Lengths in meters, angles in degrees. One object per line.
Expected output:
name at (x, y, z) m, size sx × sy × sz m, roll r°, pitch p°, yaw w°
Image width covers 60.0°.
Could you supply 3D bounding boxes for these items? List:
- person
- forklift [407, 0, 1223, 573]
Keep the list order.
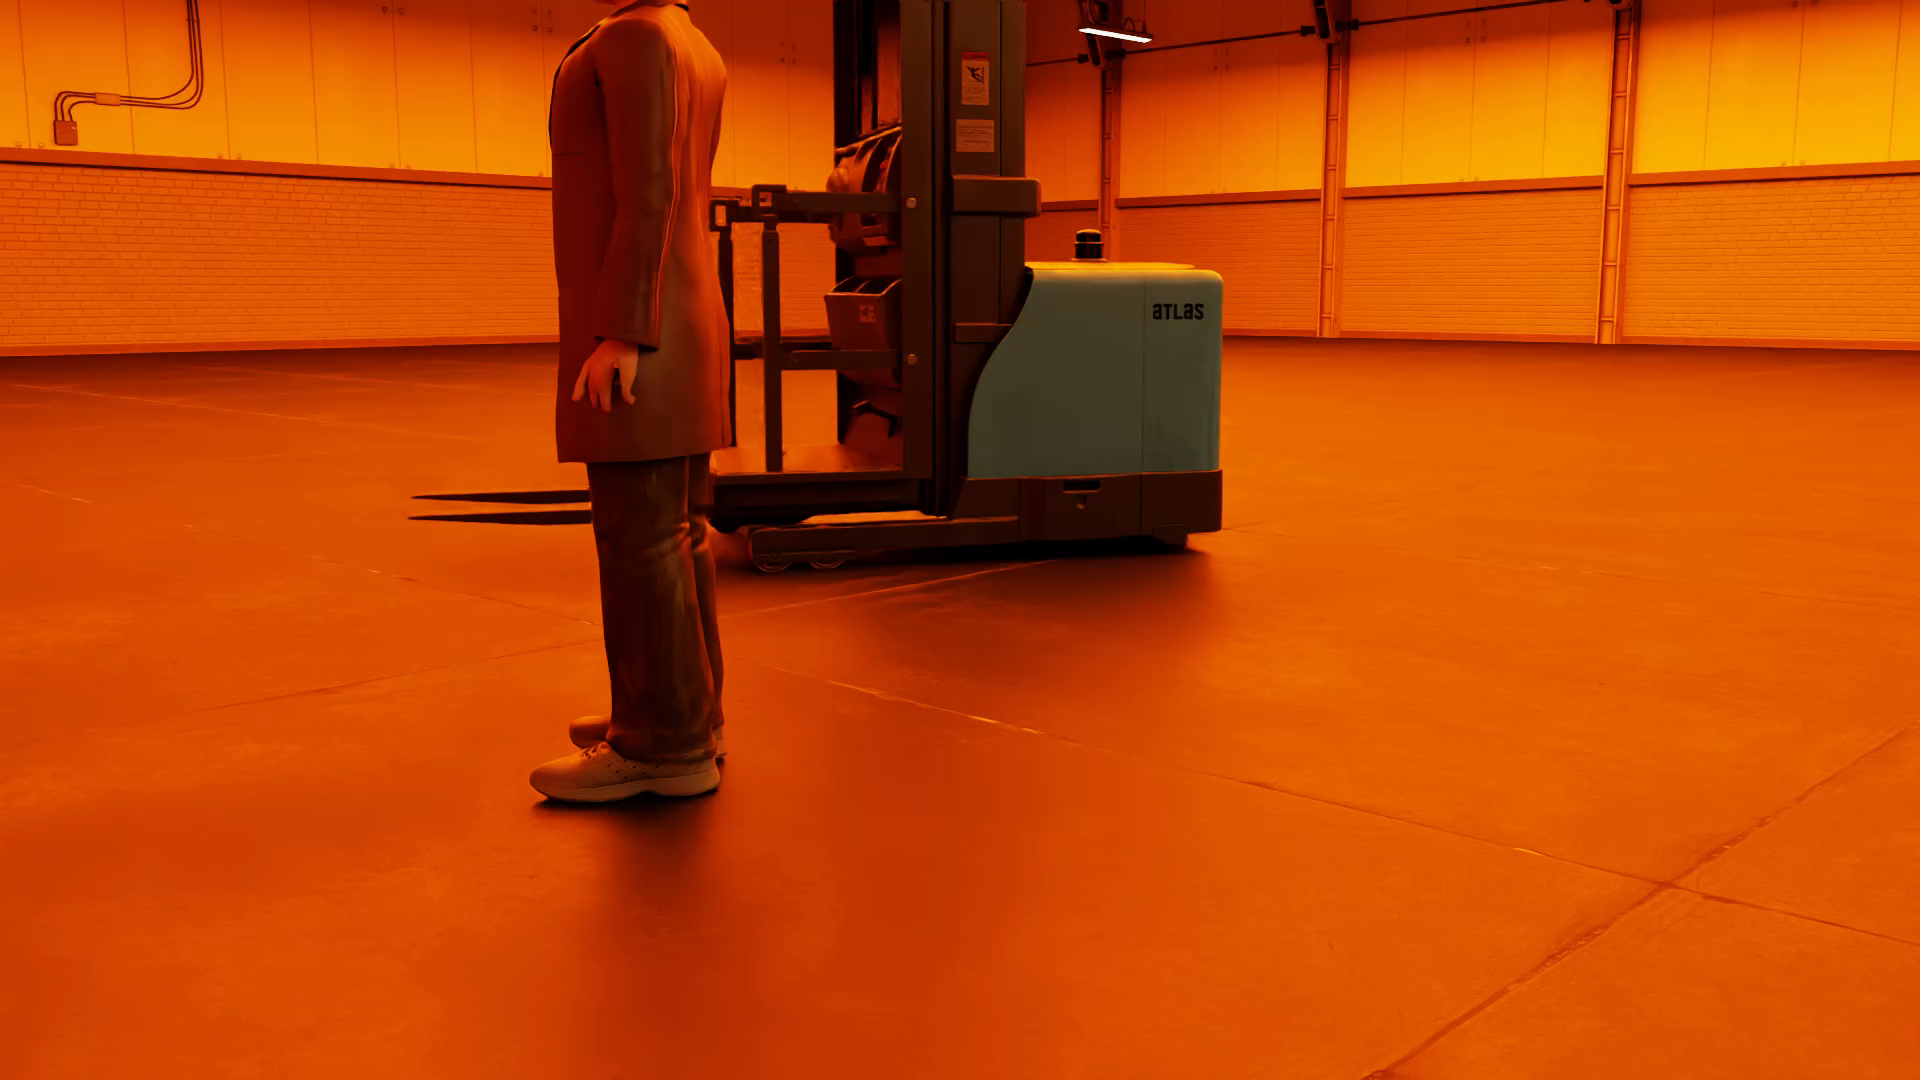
person at (-0.668, -0.388, 3.305) m, size 0.393 × 1.782 × 0.550 m, roll 0°, pitch 9°, yaw 1°
forklift at (-0.554, -1.419, 6.297) m, size 3.031 × 2.935 × 1.130 m, roll -3°, pitch 9°, yaw -17°
